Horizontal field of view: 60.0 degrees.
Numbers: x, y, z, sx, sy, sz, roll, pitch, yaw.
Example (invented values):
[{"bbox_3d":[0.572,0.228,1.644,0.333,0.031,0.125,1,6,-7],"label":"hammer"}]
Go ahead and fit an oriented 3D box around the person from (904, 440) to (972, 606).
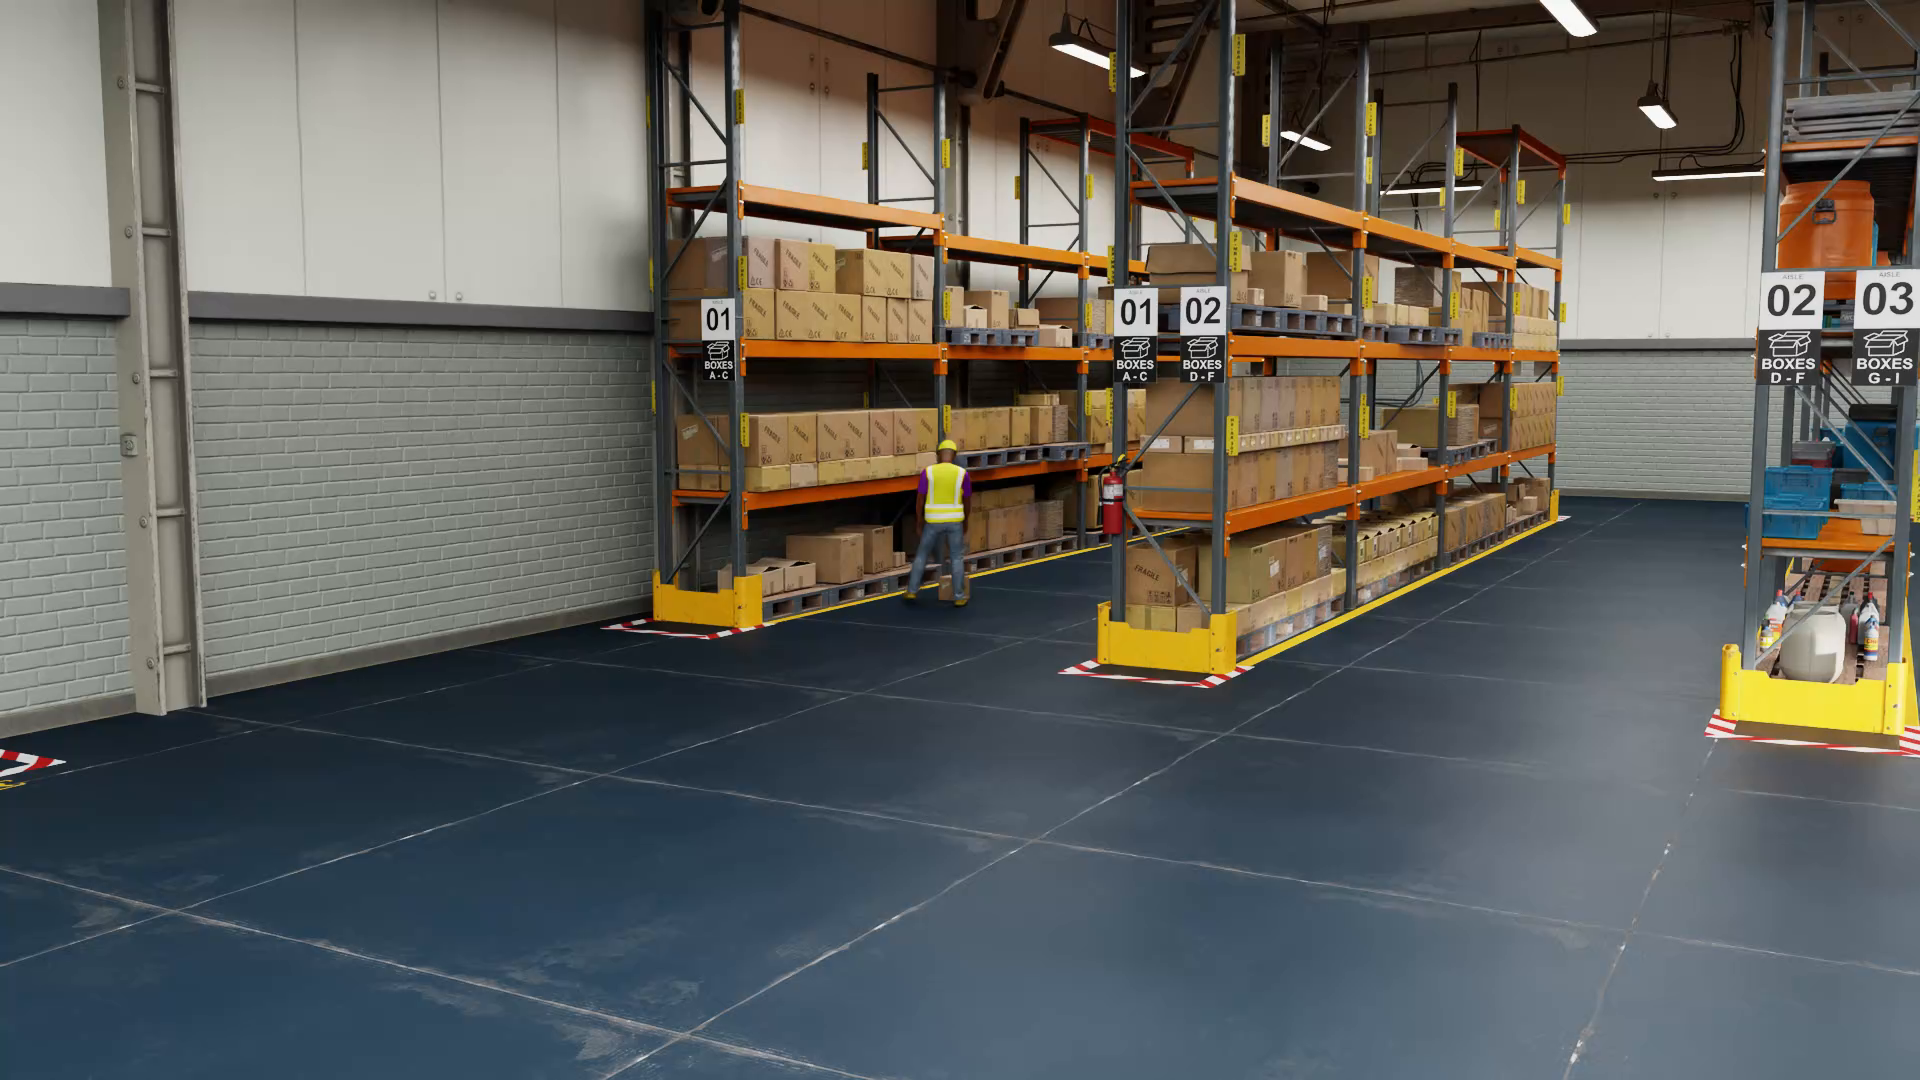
[{"bbox_3d":[-0.244,-0.200,17.826,0.751,1.754,0.527,0,6,2],"label":"person"}]
